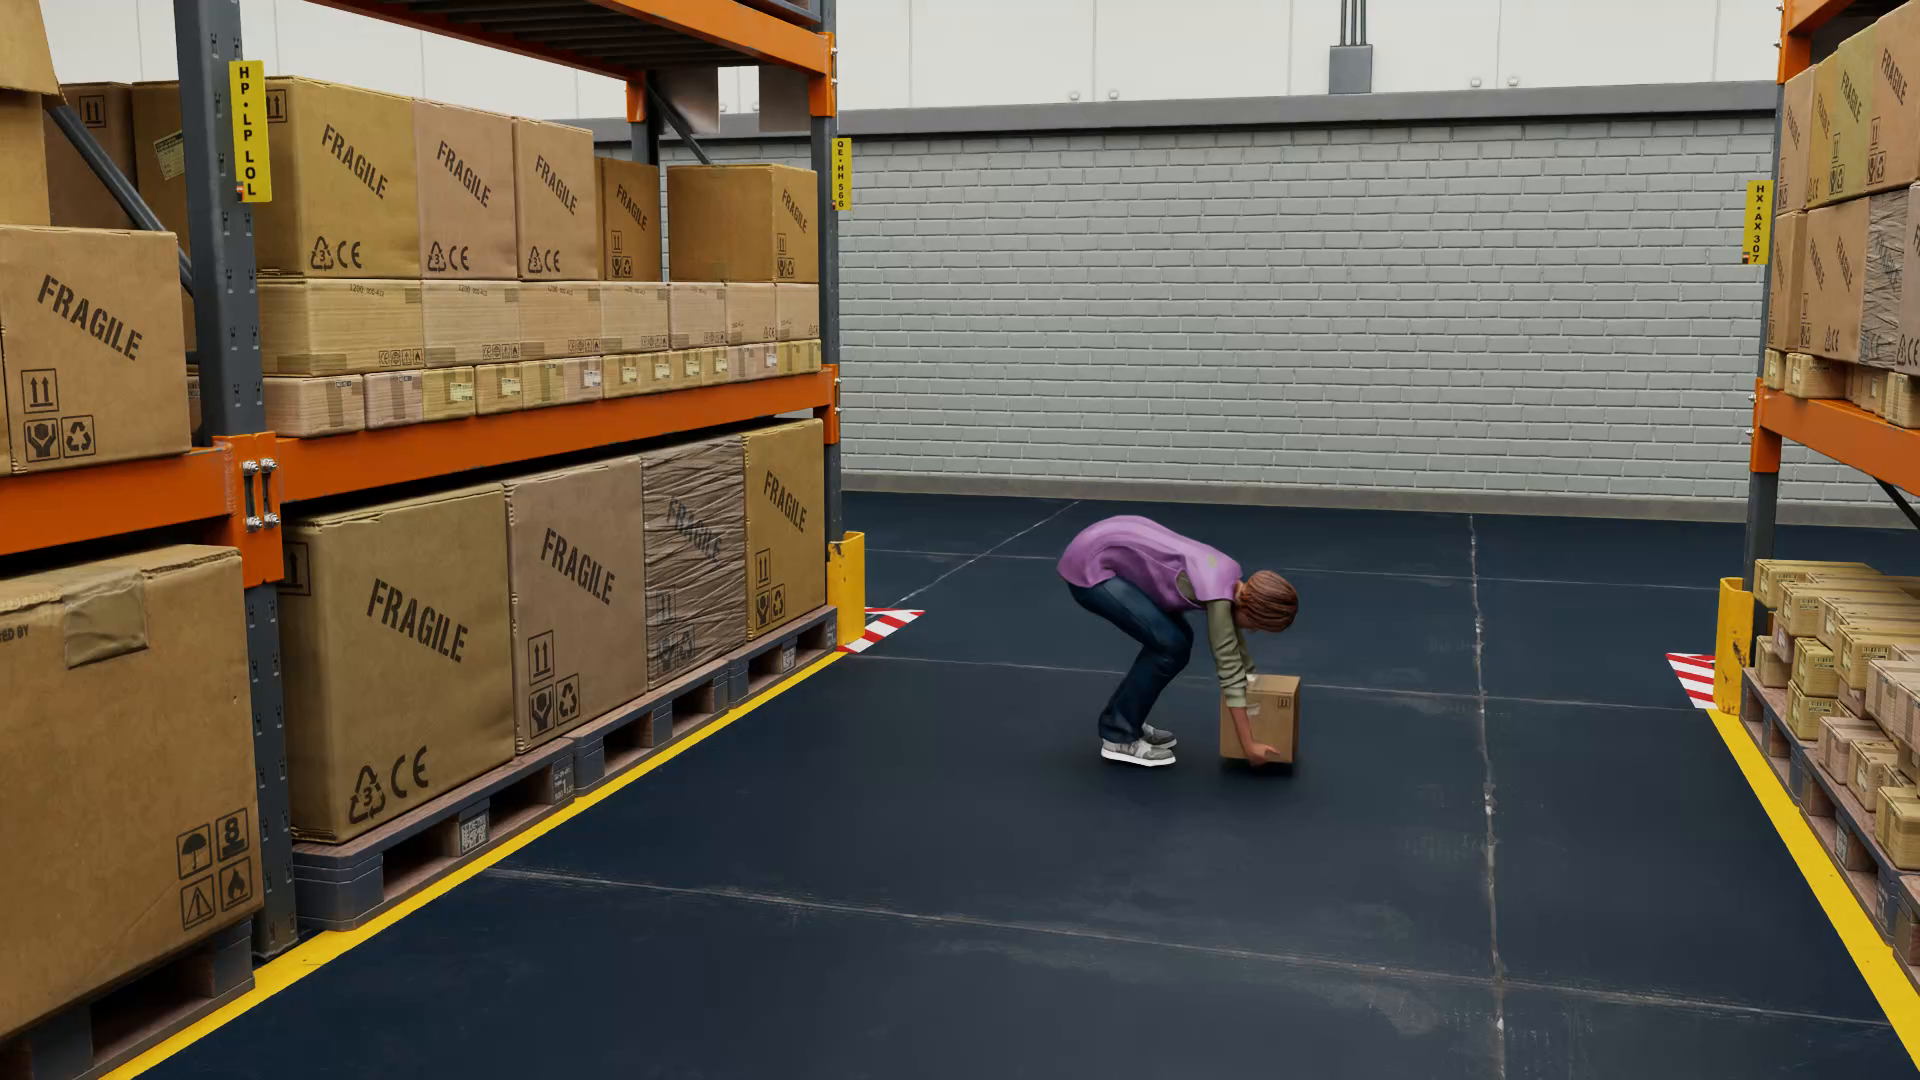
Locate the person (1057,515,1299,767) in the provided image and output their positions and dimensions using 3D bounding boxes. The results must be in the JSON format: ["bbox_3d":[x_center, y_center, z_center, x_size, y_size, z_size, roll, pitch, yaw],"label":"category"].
[{"bbox_3d":[0.771,0.357,5.932,0.853,0.873,0.420,2,9,13],"label":"person"}]
